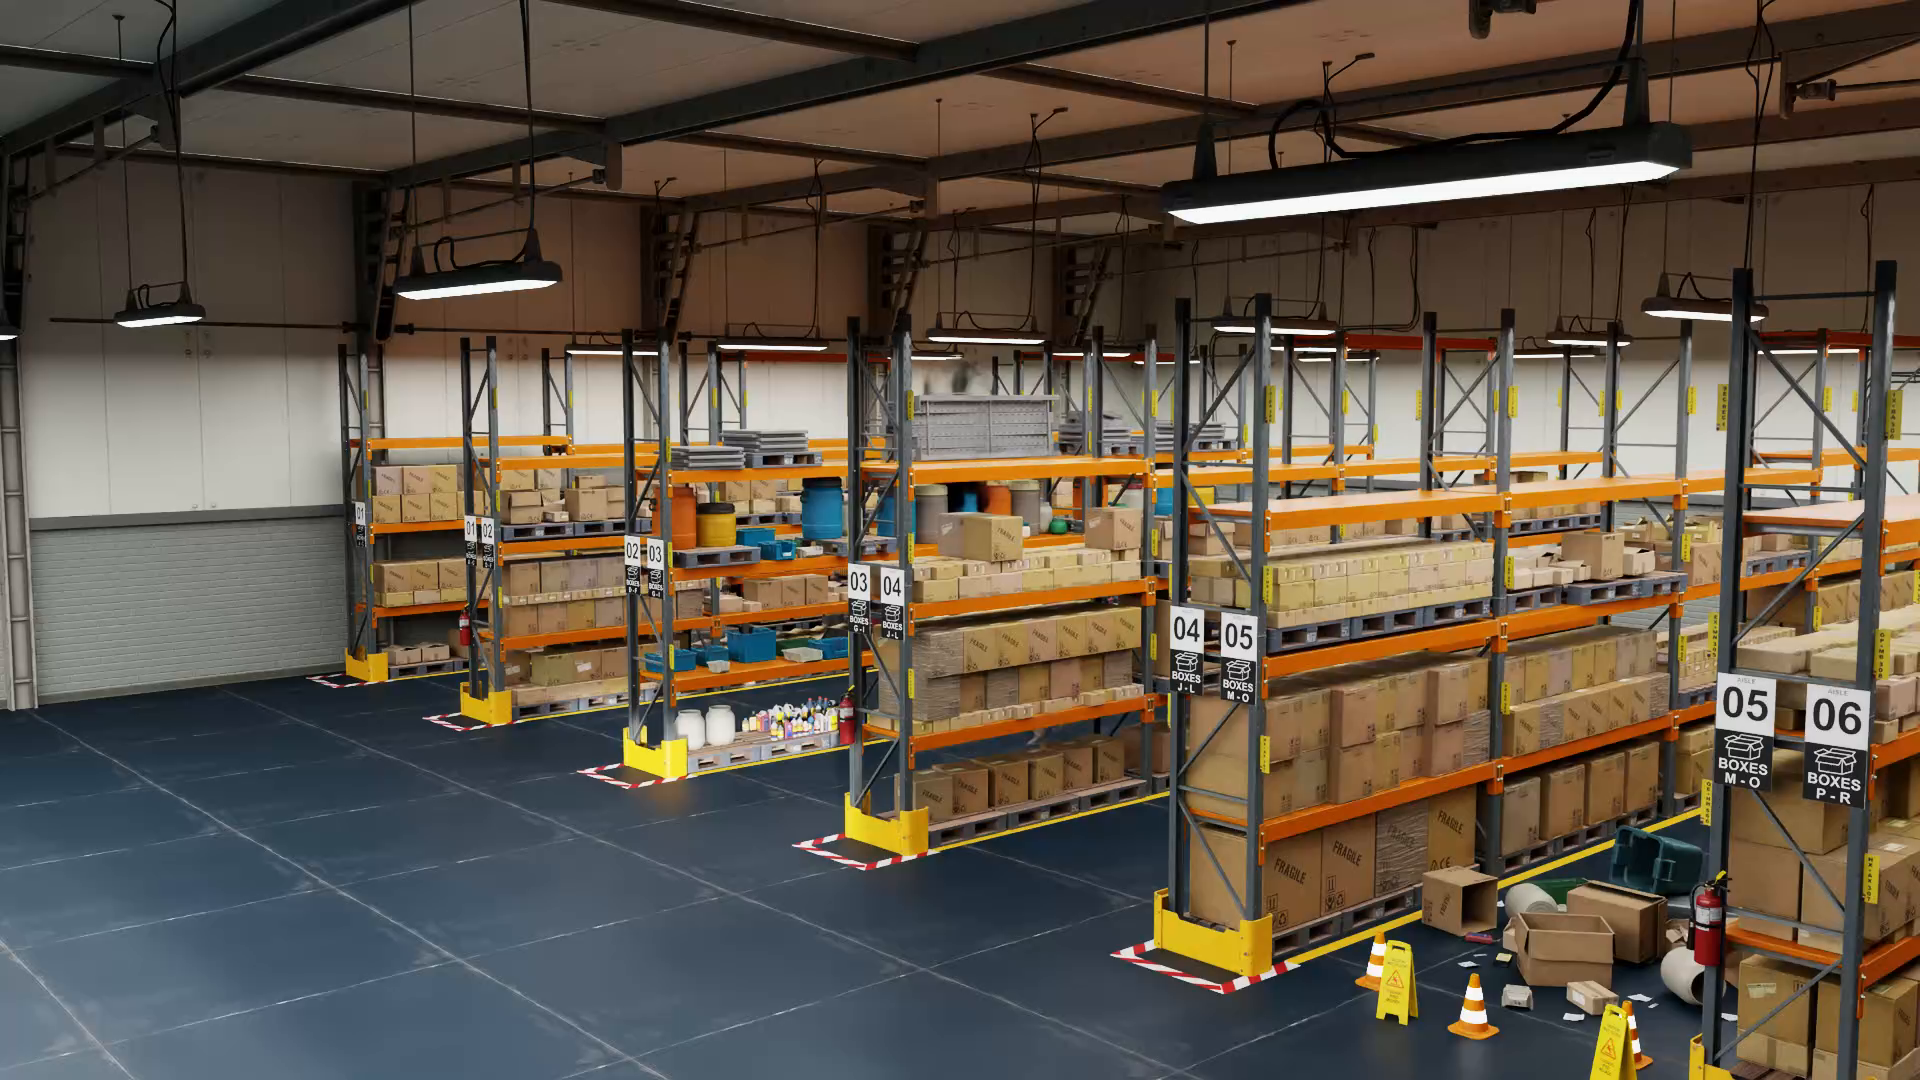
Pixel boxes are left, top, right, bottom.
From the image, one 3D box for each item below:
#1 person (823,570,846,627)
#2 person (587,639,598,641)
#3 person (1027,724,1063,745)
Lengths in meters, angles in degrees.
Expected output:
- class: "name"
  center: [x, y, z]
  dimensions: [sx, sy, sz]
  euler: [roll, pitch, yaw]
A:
- class: "person"
  center: [-2.500, 1.401, 32.988]
  dimensions: [0.573, 1.621, 0.561]
  euler: [-5, 7, -45]
- class: "person"
  center: [-6.676, 1.579, 30.273]
  dimensions: [0.659, 1.772, 1.137]
  euler: [3, 6, 34]
- class: "person"
  center: [1.137, 1.982, 23.015]
  dimensions: [0.603, 1.699, 0.665]
  euler: [-4, 6, -37]
